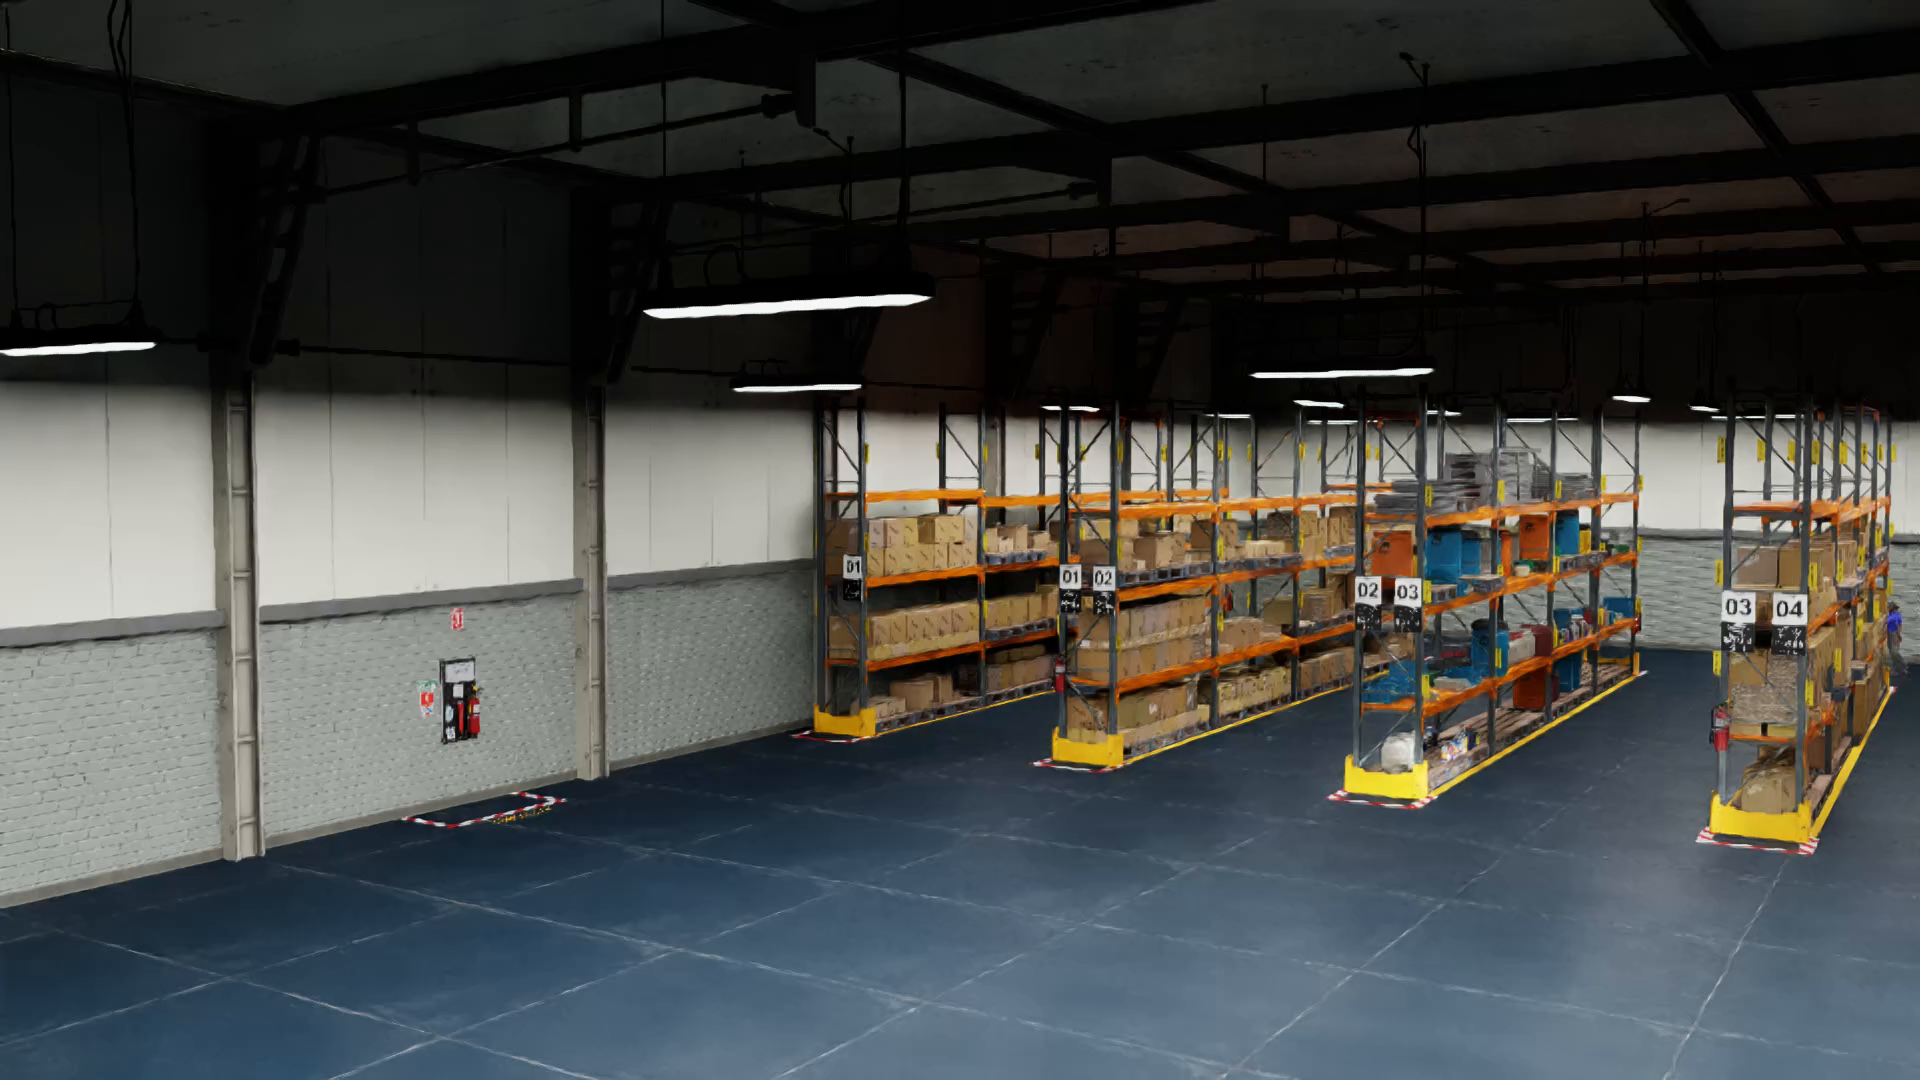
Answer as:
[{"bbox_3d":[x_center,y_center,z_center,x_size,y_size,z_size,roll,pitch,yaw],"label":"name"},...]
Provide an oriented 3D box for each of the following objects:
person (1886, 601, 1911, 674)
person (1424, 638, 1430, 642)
[{"bbox_3d":[21.091,2.205,37.401,0.428,1.650,0.629,0,3,2],"label":"person"},{"bbox_3d":[11.879,1.815,43.751,0.778,1.749,0.613,-1,3,-19],"label":"person"}]
